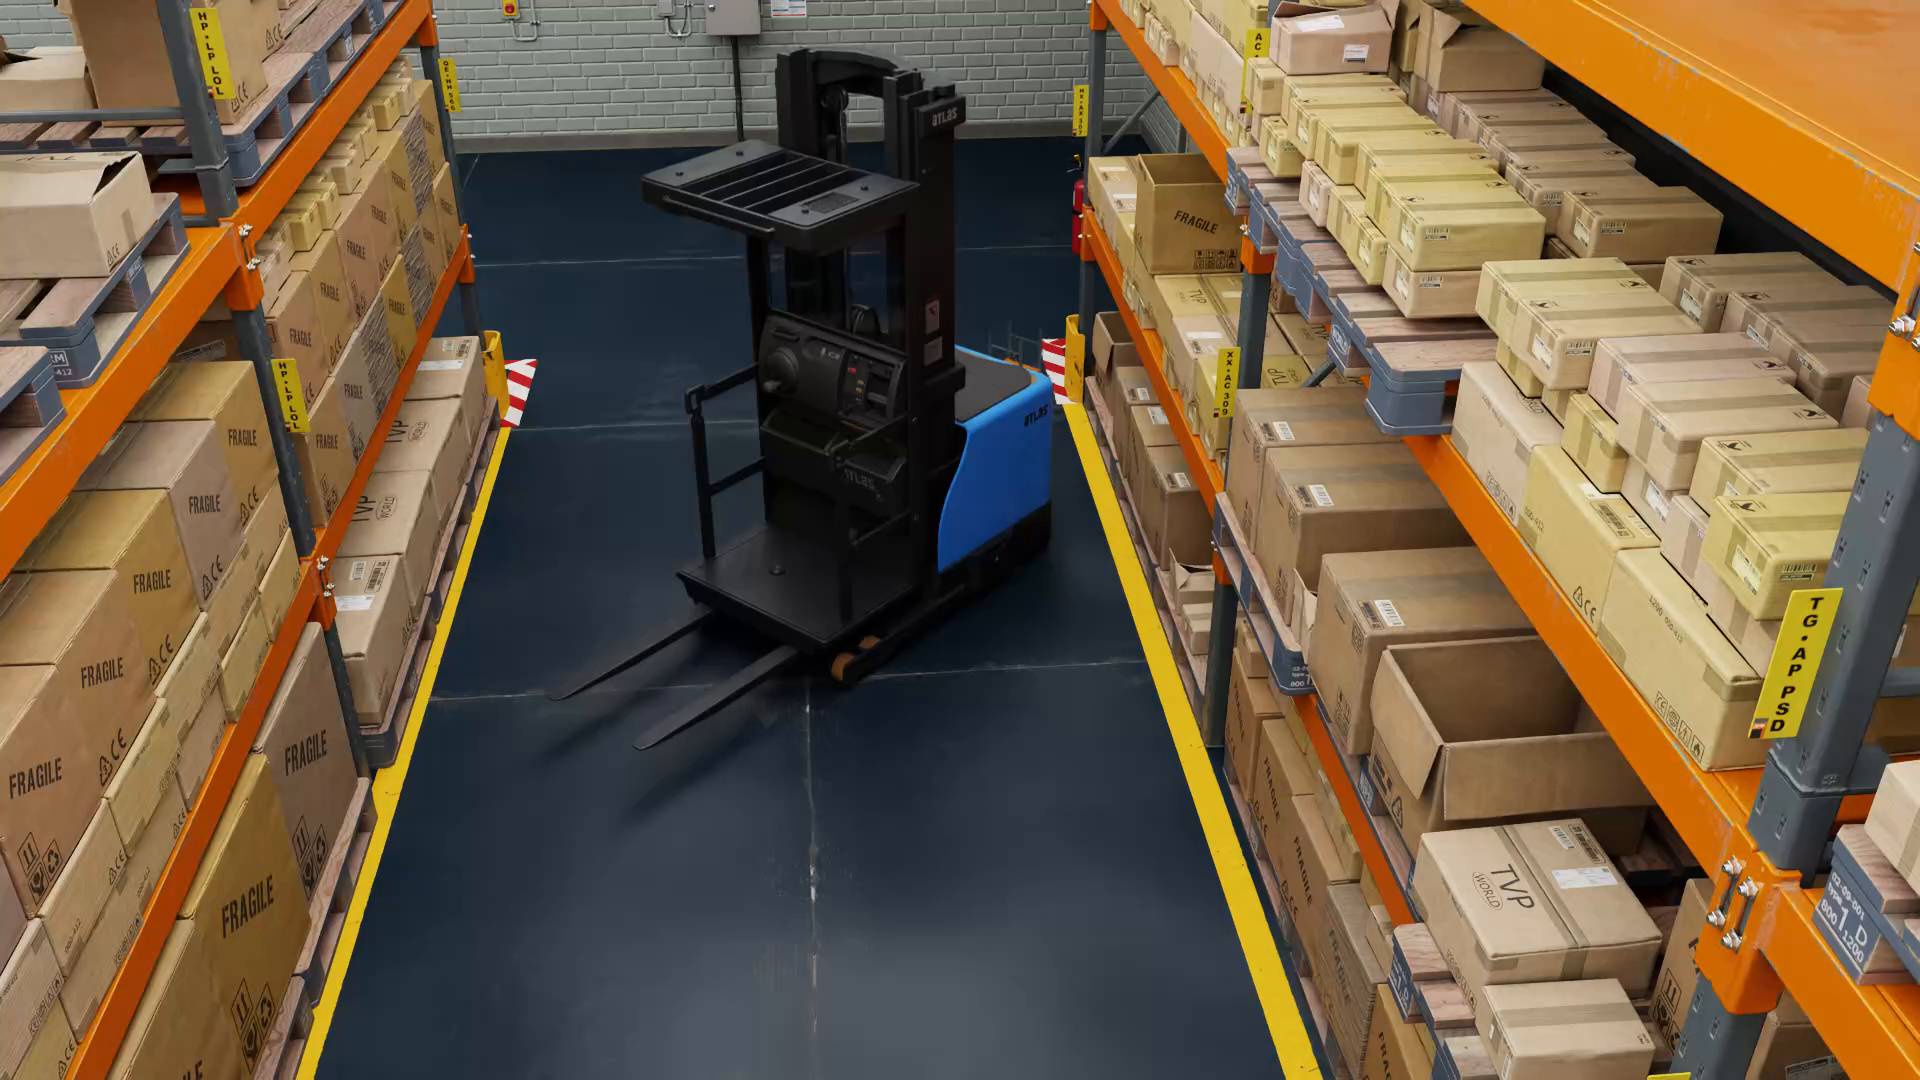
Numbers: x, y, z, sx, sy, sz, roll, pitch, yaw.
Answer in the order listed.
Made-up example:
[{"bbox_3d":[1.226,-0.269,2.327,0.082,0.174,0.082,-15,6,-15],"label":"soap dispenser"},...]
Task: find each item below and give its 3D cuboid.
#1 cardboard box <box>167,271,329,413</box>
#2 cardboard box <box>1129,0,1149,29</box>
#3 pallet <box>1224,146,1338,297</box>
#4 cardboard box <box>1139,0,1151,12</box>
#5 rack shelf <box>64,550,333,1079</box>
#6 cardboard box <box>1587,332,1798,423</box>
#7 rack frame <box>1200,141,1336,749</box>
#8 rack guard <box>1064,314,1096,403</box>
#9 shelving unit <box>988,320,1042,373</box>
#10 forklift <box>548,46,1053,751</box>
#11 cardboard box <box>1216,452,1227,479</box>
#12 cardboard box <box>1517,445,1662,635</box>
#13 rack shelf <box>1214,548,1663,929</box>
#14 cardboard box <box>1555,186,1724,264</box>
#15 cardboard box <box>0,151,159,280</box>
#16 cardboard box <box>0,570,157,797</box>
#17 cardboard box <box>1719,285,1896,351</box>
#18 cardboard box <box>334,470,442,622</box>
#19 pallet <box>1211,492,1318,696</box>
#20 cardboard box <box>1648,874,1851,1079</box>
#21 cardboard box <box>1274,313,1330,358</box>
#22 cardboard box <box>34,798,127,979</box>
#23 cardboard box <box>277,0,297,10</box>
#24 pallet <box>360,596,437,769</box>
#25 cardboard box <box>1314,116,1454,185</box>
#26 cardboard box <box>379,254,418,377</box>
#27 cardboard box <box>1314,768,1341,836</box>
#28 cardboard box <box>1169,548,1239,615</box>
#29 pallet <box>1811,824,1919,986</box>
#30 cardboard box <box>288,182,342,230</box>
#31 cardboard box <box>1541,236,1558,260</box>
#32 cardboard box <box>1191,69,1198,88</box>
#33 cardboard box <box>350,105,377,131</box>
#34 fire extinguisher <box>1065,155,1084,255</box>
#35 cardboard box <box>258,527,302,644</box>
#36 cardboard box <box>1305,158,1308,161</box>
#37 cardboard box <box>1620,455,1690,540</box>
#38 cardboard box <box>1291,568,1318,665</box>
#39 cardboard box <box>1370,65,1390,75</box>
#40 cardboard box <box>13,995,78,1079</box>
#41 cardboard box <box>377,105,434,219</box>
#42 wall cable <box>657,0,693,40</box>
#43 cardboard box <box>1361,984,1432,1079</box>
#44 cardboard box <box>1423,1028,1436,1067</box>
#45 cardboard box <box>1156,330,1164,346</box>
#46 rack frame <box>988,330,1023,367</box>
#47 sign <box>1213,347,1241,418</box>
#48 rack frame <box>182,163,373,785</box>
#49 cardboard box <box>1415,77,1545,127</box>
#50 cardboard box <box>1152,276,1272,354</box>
[{"bbox_3d":[-3.063,-0.817,7.120,0.500,0.500,0.500,-3,31,-4],"label":"cardboard box"},{"bbox_3d":[1.117,-2.848,8.913,0.380,0.149,0.250,-3,31,-5],"label":"cardboard box"},{"bbox_3d":[1.673,-1.201,6.093,1.213,0.211,1.003,-3,31,-5],"label":"pallet"},{"bbox_3d":[1.181,-2.963,8.717,0.500,0.250,0.500,-4,31,-6],"label":"cardboard box"},{"bbox_3d":[-3.072,1.240,5.451,1.077,0.370,4.000,-3,31,-5],"label":"rack shelf"},{"bbox_3d":[1.753,-0.376,3.996,0.380,0.149,0.250,-3,31,-5],"label":"cardboard box"},{"bbox_3d":[1.682,-0.330,7.377,1.000,3.000,0.127,-3,31,-5],"label":"rack frame"},{"bbox_3d":[1.316,-1.260,11.372,1.175,0.500,0.348,-3,31,-5],"label":"rack guard"},{"bbox_3d":[0.313,-0.669,9.700,0.258,1.200,0.189,23,38,33],"label":"shelving unit"},{"bbox_3d":[-0.788,-0.805,8.240,1.130,2.935,3.031,23,38,33],"label":"forklift"},{"bbox_3d":[1.401,-0.373,7.694,0.380,0.149,0.250,-2,31,-4],"label":"cardboard box"},{"bbox_3d":[1.719,-0.018,4.076,0.500,0.250,0.500,-3,31,-4],"label":"cardboard box"},{"bbox_3d":[1.869,1.000,5.852,1.077,0.370,4.000,-3,31,-5],"label":"rack shelf"},{"bbox_3d":[1.997,-0.928,4.900,0.380,0.149,0.250,-2,31,-3],"label":"cardboard box"},{"bbox_3d":[-2.968,-1.080,5.385,0.500,0.311,0.500,-3,31,-5],"label":"cardboard box"},{"bbox_3d":[-2.821,0.441,5.014,0.500,0.500,0.500,-2,31,-4],"label":"cardboard box"},{"bbox_3d":[2.192,-0.531,4.257,0.380,0.149,0.250,-3,31,-5],"label":"cardboard box"},{"bbox_3d":[-3.295,0.047,8.836,0.875,0.438,0.875,-4,31,-6],"label":"cardboard box"},{"bbox_3d":[1.648,0.166,6.735,1.003,0.211,1.213,-3,31,-5],"label":"pallet"},{"bbox_3d":[2.164,1.219,4.277,0.500,0.500,0.500,-1,31,-2],"label":"cardboard box"},{"bbox_3d":[1.851,-0.915,8.212,0.500,0.250,0.500,-3,31,-5],"label":"cardboard box"},{"bbox_3d":[-2.768,1.012,4.789,0.500,0.250,0.500,-3,31,-5],"label":"cardboard box"},{"bbox_3d":[-3.543,-2.838,8.232,0.500,0.311,0.500,-2,31,-4],"label":"cardboard box"},{"bbox_3d":[-3.252,0.715,8.347,1.003,0.211,1.213,-3,31,-5],"label":"pallet"},{"bbox_3d":[1.401,-1.293,5.512,0.380,0.149,0.250,-3,31,-5],"label":"cardboard box"},{"bbox_3d":[-3.173,-1.160,8.669,0.500,0.500,0.500,-2,31,-3],"label":"cardboard box"},{"bbox_3d":[1.615,1.017,6.517,0.380,0.149,0.250,-3,31,-5],"label":"cardboard box"},{"bbox_3d":[1.305,0.211,8.728,0.396,0.266,0.258,-2,31,-3],"label":"cardboard box"},{"bbox_3d":[2.209,0.848,2.664,1.213,0.211,1.003,-1,31,-2],"label":"pallet"},{"bbox_3d":[-3.094,-1.540,7.698,0.380,0.149,0.250,-4,31,-6],"label":"cardboard box"},{"bbox_3d":[1.991,-0.923,5.183,0.380,0.149,0.250,-3,31,-4],"label":"cardboard box"},{"bbox_3d":[1.304,-2.205,7.837,0.380,0.149,0.250,-2,31,-3],"label":"cardboard box"},{"bbox_3d":[-3.308,-2.186,8.779,0.380,0.149,0.250,-3,31,-5],"label":"cardboard box"},{"bbox_3d":[0.835,-2.232,11.000,0.296,0.674,0.183,-3,31,-5],"label":"fire extinguisher"},{"bbox_3d":[-2.966,0.191,6.651,0.500,0.250,0.500,-3,31,-6],"label":"cardboard box"},{"bbox_3d":[1.425,-1.303,5.819,0.380,0.149,0.250,-2,31,-4],"label":"cardboard box"},{"bbox_3d":[1.779,-0.120,3.859,0.380,0.149,0.250,-2,31,-3],"label":"cardboard box"},{"bbox_3d":[1.430,0.275,6.086,0.396,0.266,0.258,-1,31,-2],"label":"cardboard box"},{"bbox_3d":[1.918,-1.953,7.025,0.500,0.250,0.500,-3,31,-6],"label":"cardboard box"},{"bbox_3d":[-2.746,1.493,4.471,0.500,0.250,0.500,-4,31,-6],"label":"cardboard box"},{"bbox_3d":[-3.273,-2.104,9.275,0.500,0.500,0.500,-3,31,-4],"label":"cardboard box"},{"bbox_3d":[-2.772,-5.520,15.076,0.588,1.984,0.122,-3,31,-5],"label":"wall cable"},{"bbox_3d":[1.715,1.877,5.711,0.500,0.500,0.500,-1,31,-2],"label":"cardboard box"},{"bbox_3d":[1.741,1.675,5.416,0.380,0.149,0.250,-2,31,-3],"label":"cardboard box"},{"bbox_3d":[1.275,-1.161,9.014,0.380,0.149,0.250,-3,31,-5],"label":"cardboard box"},{"bbox_3d":[0.256,-0.632,9.639,0.240,1.200,0.006,23,38,33],"label":"rack frame"},{"bbox_3d":[1.143,-0.672,7.105,0.100,0.325,0.005,-3,31,-5],"label":"sign"},{"bbox_3d":[-3.259,-0.090,6.976,1.000,3.000,0.127,-3,31,-5],"label":"rack frame"},{"bbox_3d":[1.873,-1.583,5.998,0.380,0.149,0.250,-3,31,-4],"label":"cardboard box"},{"bbox_3d":[1.297,-1.152,8.609,0.500,0.250,0.500,-3,31,-5],"label":"cardboard box"}]
